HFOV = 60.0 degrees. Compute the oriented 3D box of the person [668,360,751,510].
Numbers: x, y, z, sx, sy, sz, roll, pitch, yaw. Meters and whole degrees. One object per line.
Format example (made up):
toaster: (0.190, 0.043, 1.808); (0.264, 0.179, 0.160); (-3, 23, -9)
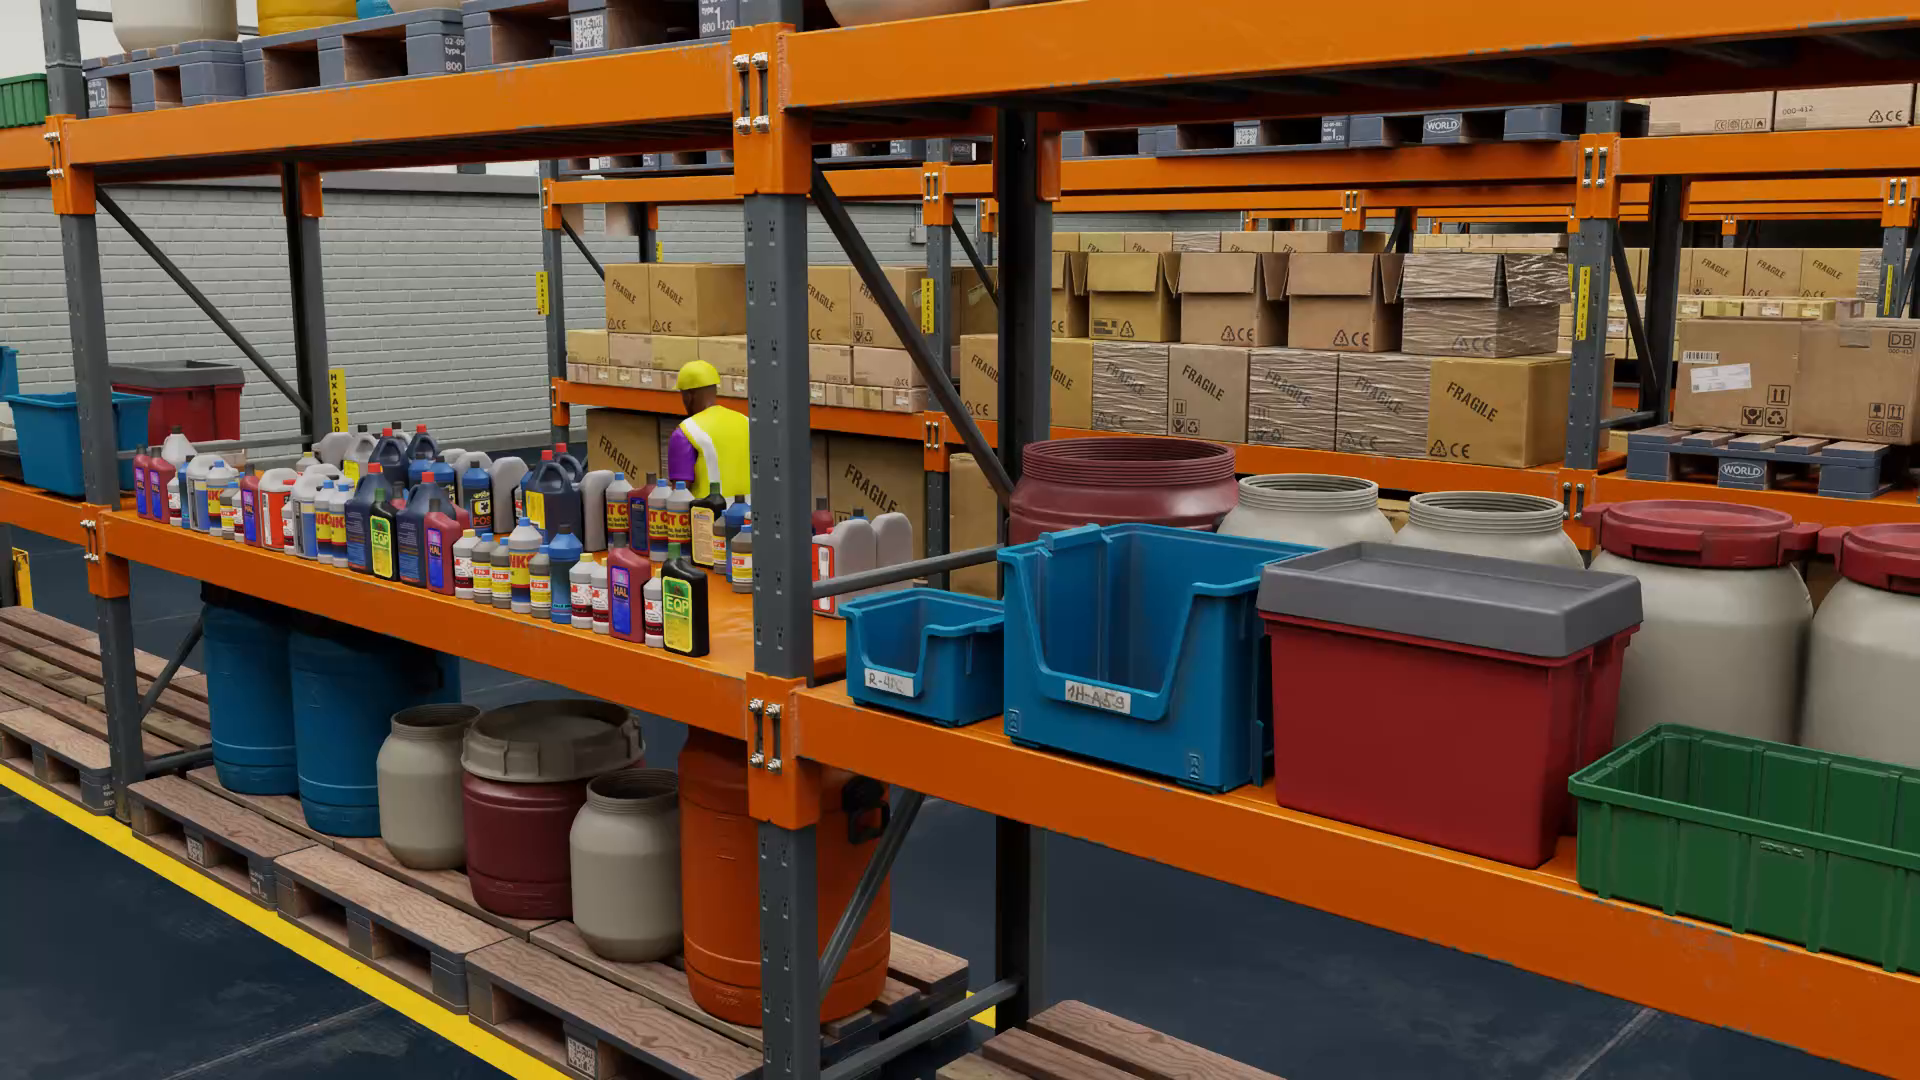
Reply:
person: (-1.281, -0.050, 8.631); (0.456, 1.761, 0.626); (9, 13, 40)
